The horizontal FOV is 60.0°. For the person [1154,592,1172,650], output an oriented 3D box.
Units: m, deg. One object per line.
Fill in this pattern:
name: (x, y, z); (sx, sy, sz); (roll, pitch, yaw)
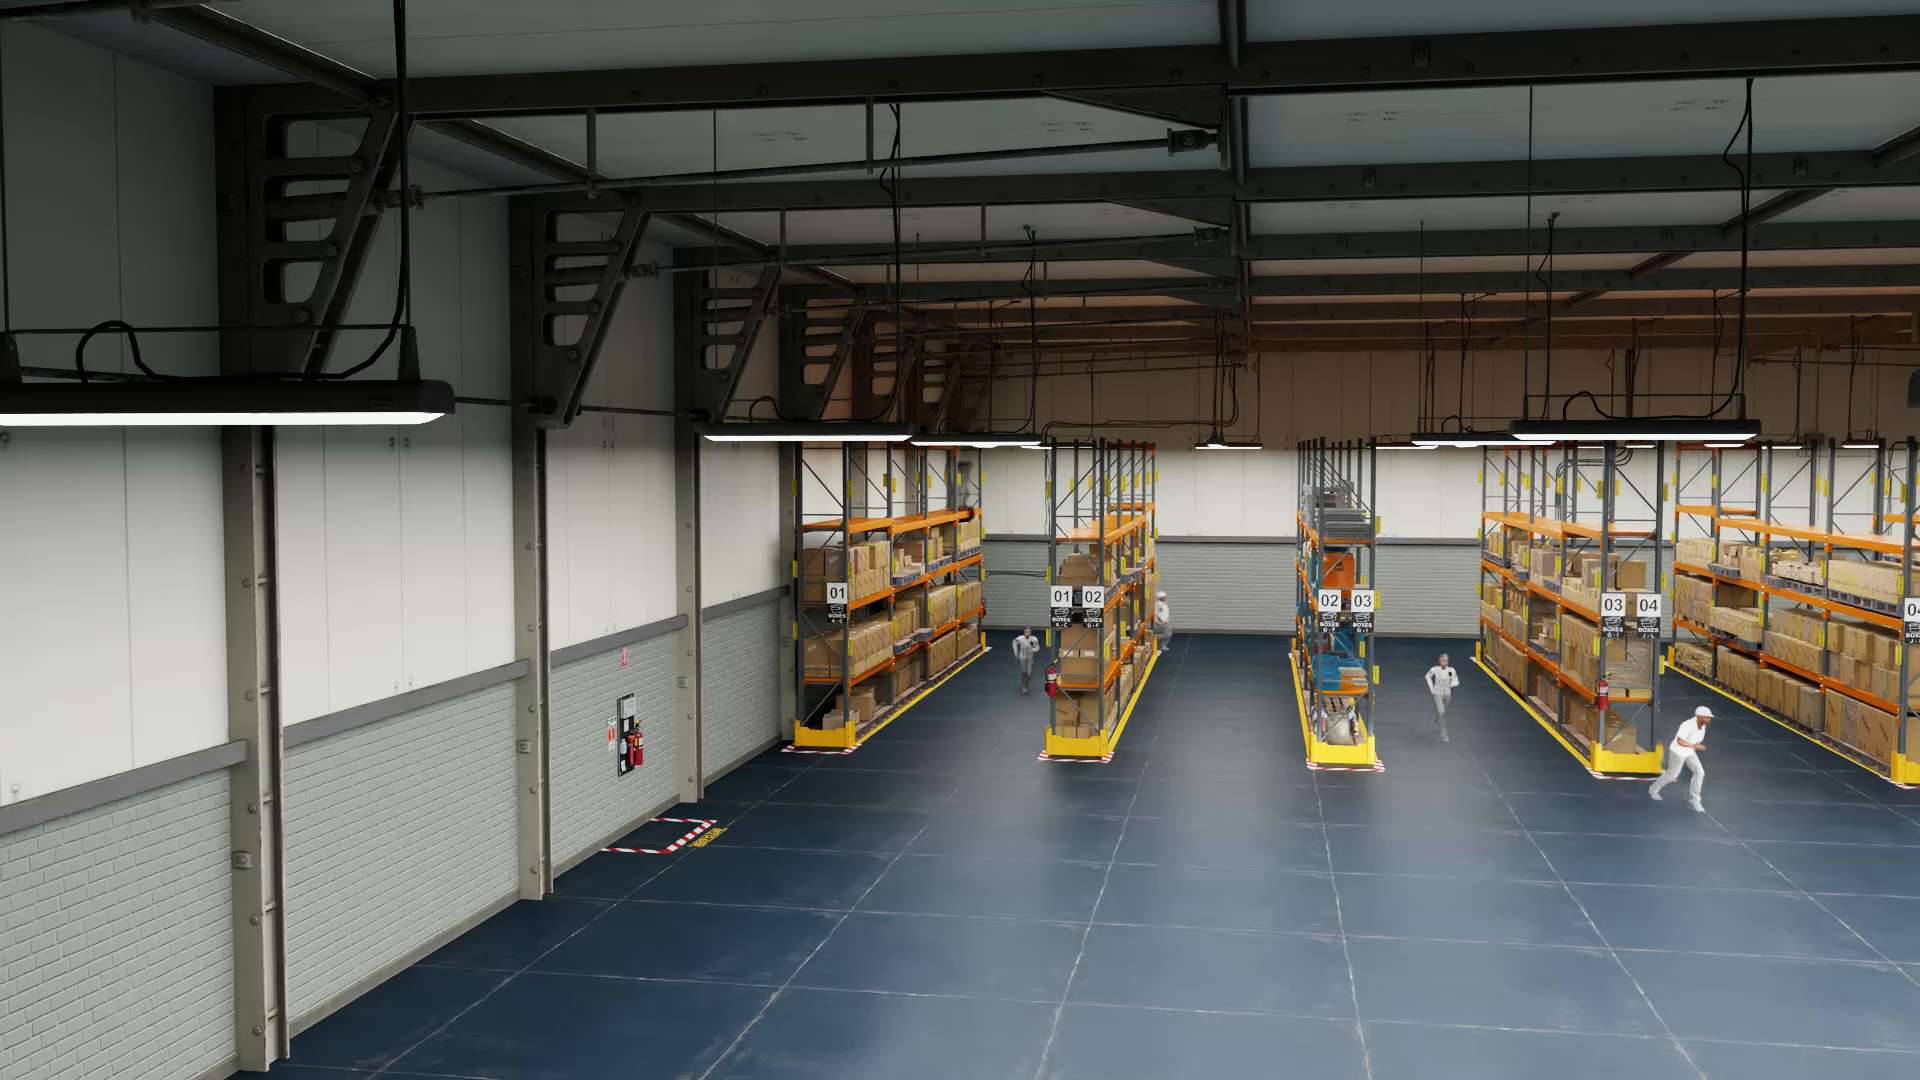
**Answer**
person: (5.809, 2.336, 47.996); (0.564, 1.708, 0.699); (2, 3, 27)

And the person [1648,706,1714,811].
person: (11.626, 3.496, 26.807); (0.747, 1.714, 1.043); (-2, 4, -39)

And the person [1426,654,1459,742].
person: (9.666, 3.134, 33.293); (0.568, 1.746, 0.963); (0, 3, -6)

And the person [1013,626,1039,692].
person: (1.573, 2.834, 39.446); (0.602, 1.611, 0.677); (0, 3, -5)
